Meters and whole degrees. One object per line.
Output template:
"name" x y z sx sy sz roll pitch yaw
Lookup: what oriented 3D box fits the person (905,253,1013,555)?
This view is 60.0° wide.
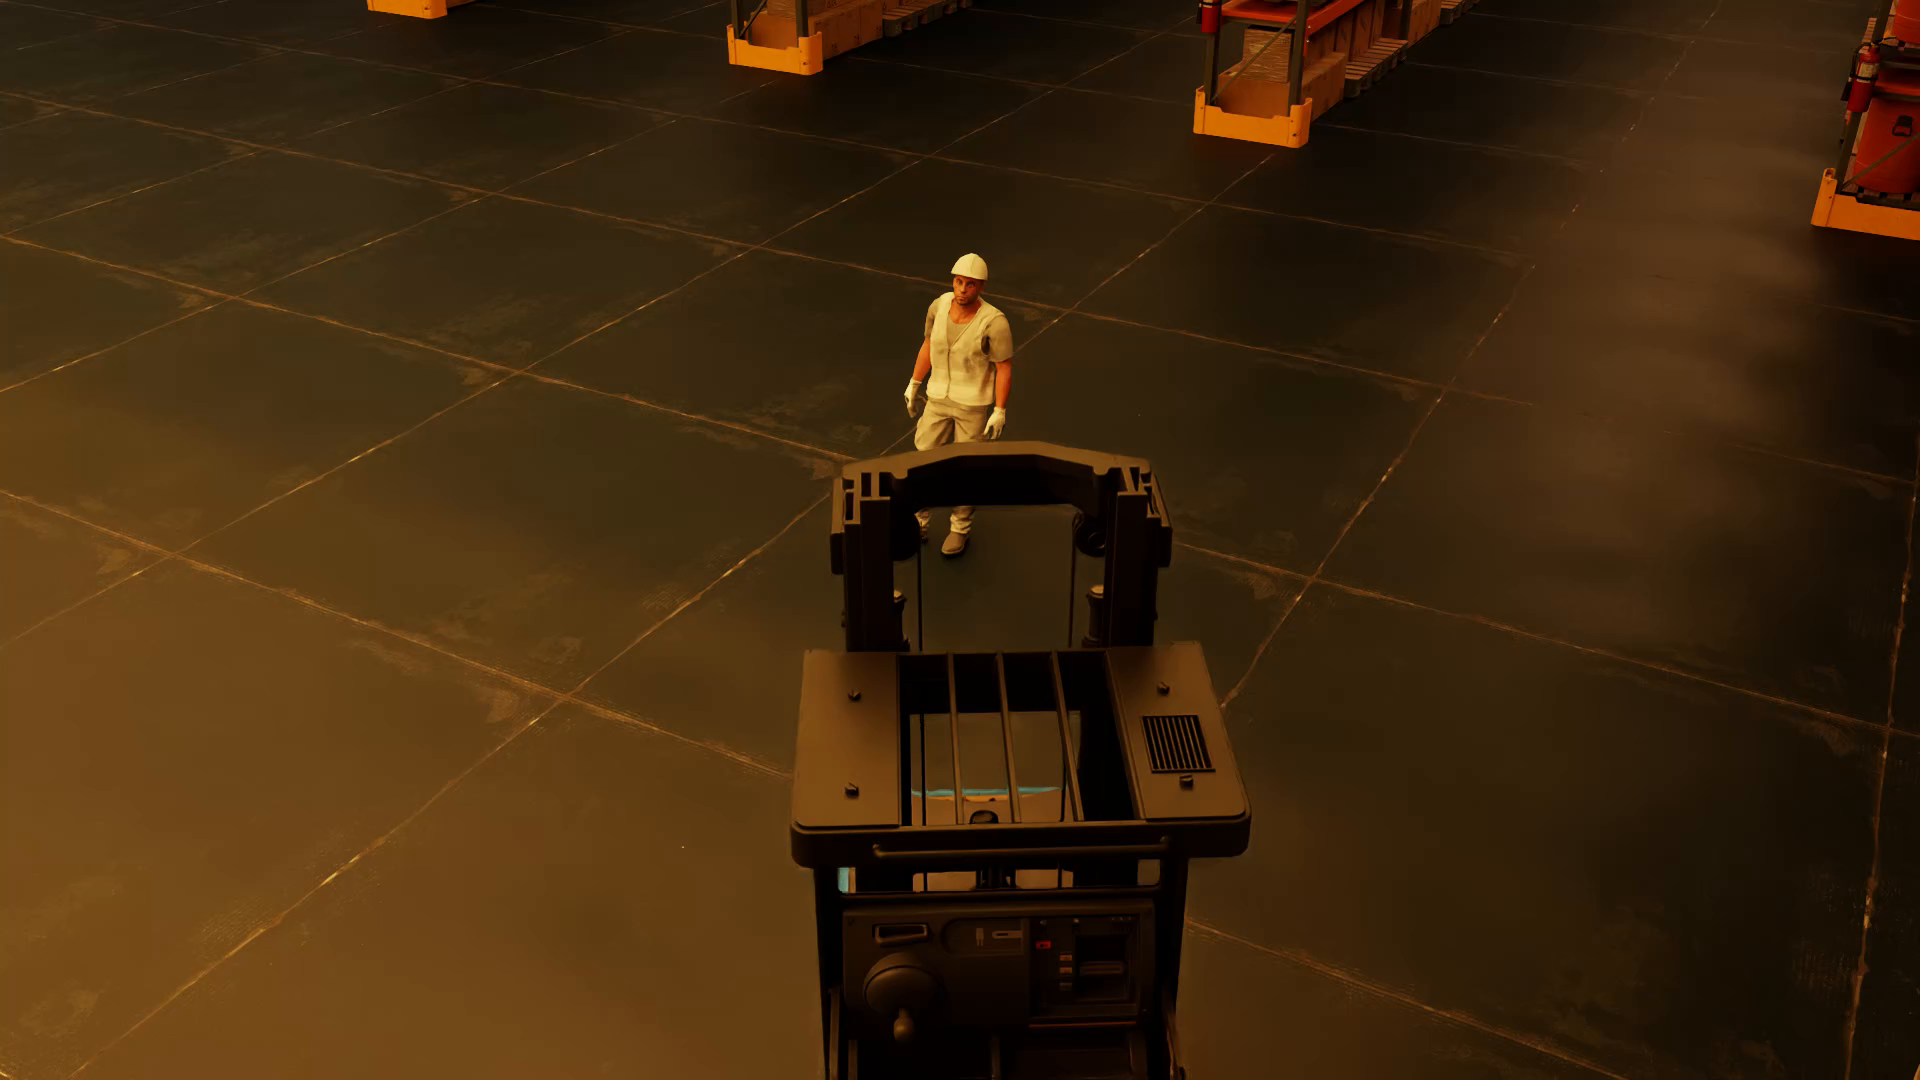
"person" -0.050 -0.749 9.496 0.637 1.790 0.562 15 33 25

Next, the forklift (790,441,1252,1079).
"forklift" 0.129 1.326 4.773 1.130 2.935 3.031 -1 30 -2
